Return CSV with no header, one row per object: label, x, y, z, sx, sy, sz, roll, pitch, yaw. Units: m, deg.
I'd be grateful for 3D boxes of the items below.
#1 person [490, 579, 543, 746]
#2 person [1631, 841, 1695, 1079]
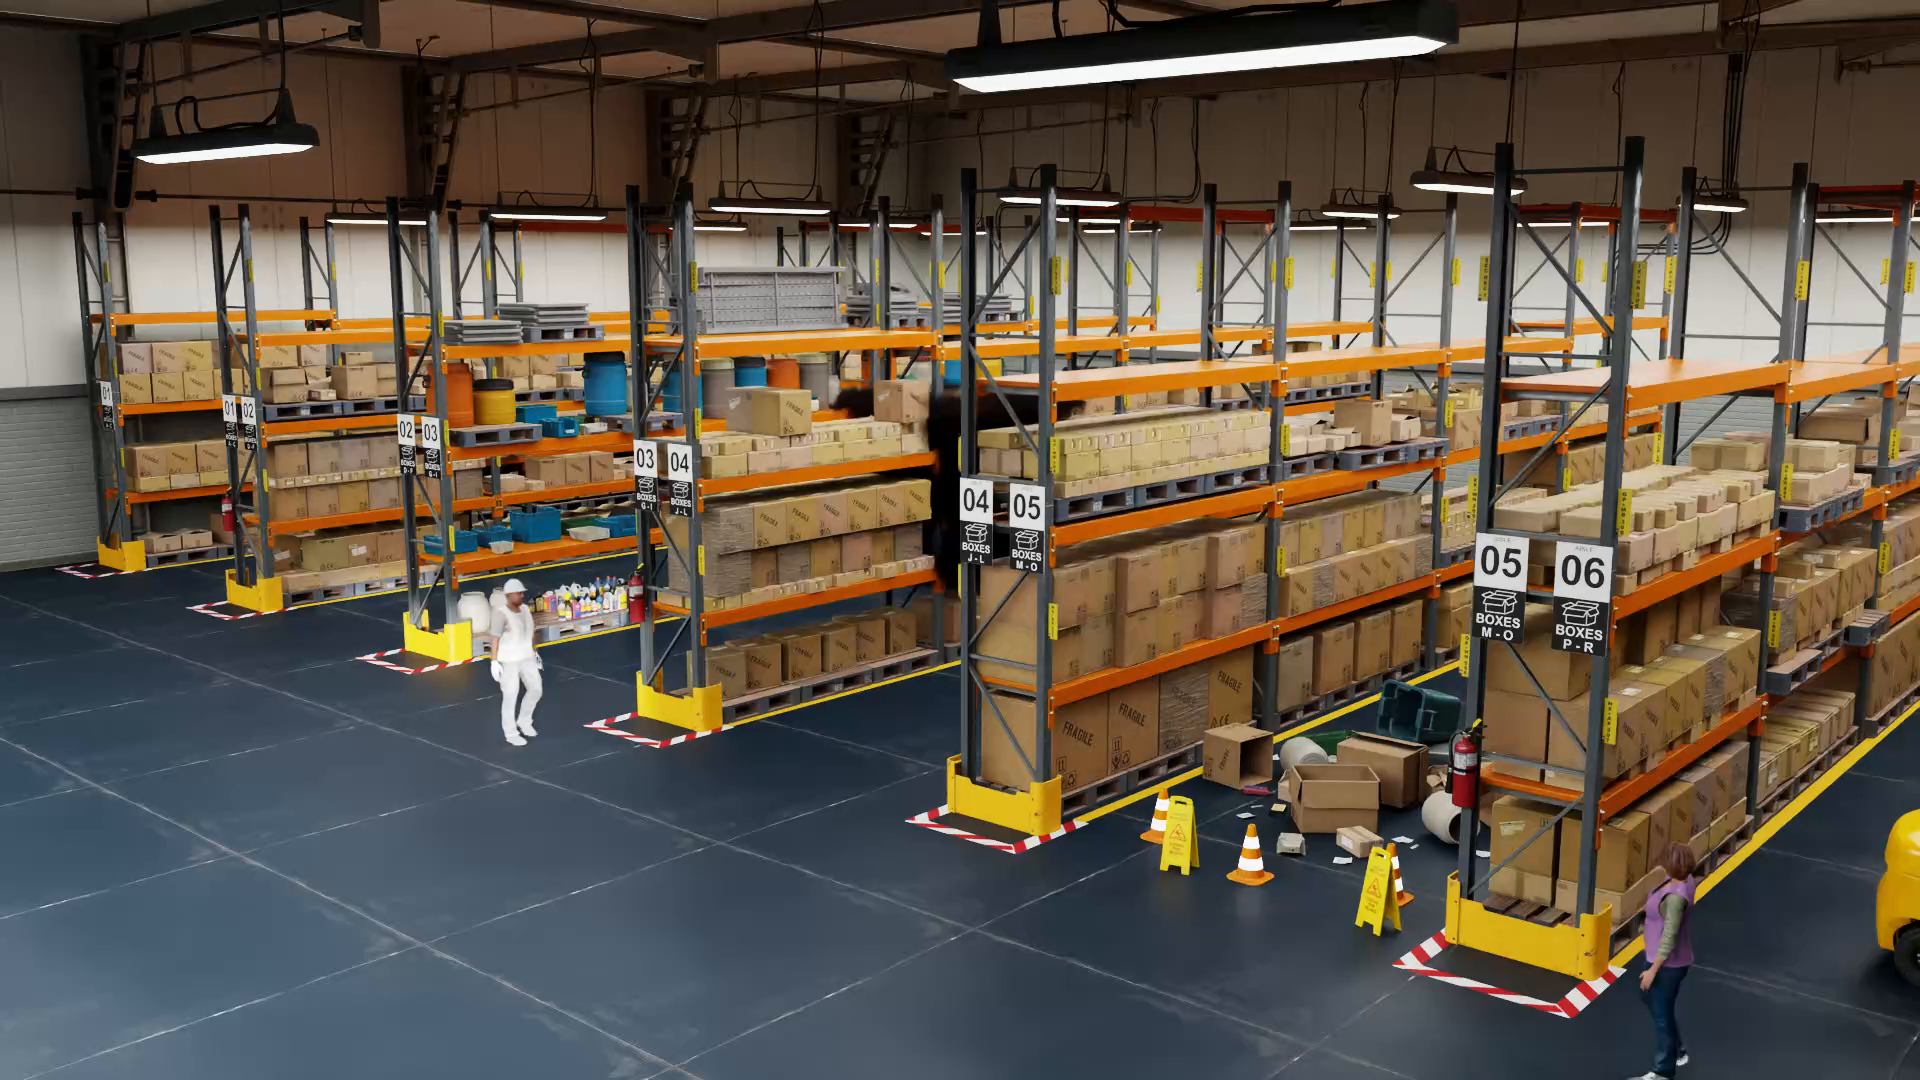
person,-4.828,1.314,18.072,0.440,1.800,0.658,5,11,28
person,4.463,2.661,10.505,0.376,1.609,0.513,3,10,17
